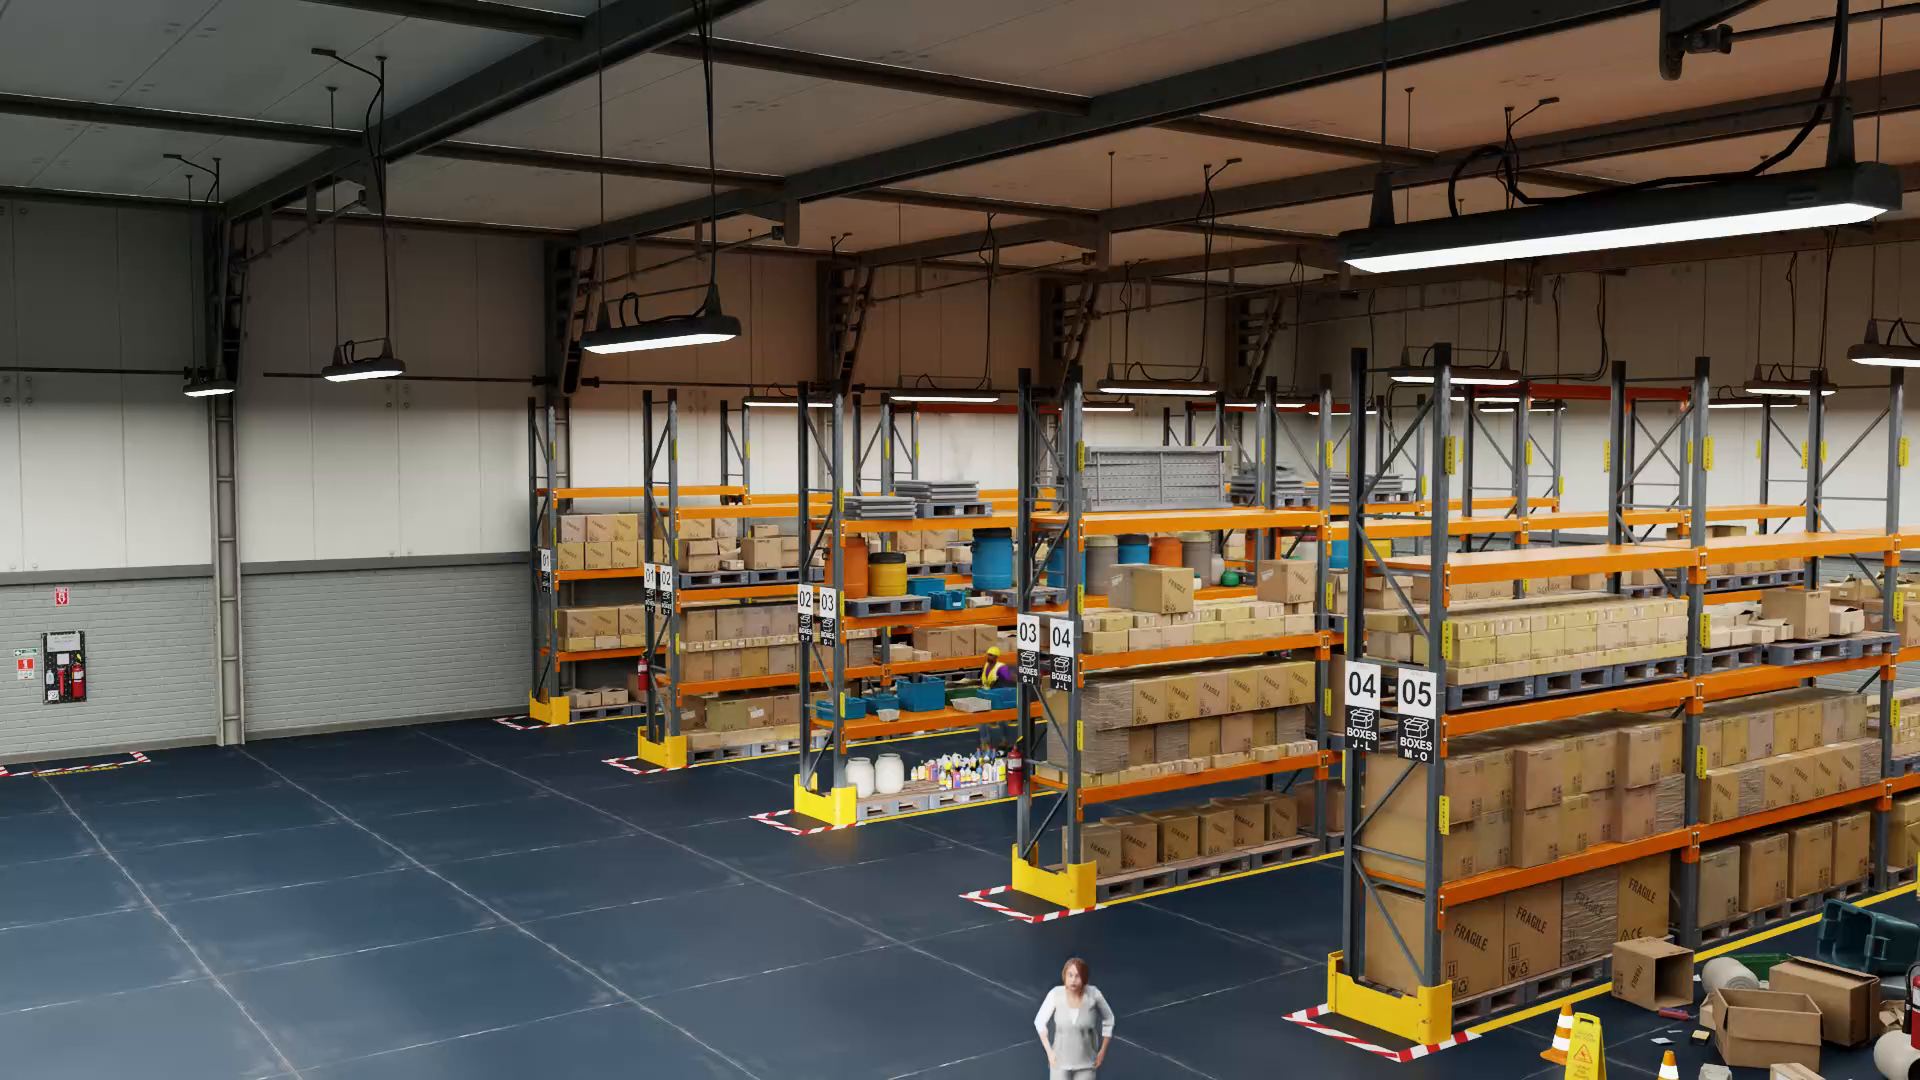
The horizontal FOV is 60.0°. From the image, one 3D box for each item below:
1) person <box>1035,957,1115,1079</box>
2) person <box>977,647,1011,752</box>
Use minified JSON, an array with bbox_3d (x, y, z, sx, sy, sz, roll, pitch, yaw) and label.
[{"bbox_3d":[0.809,3.697,11.757,0.566,1.582,0.747,1,3,9],"label":"person"},{"bbox_3d":[0.601,2.662,27.694,0.675,1.798,0.789,3,4,39],"label":"person"}]
